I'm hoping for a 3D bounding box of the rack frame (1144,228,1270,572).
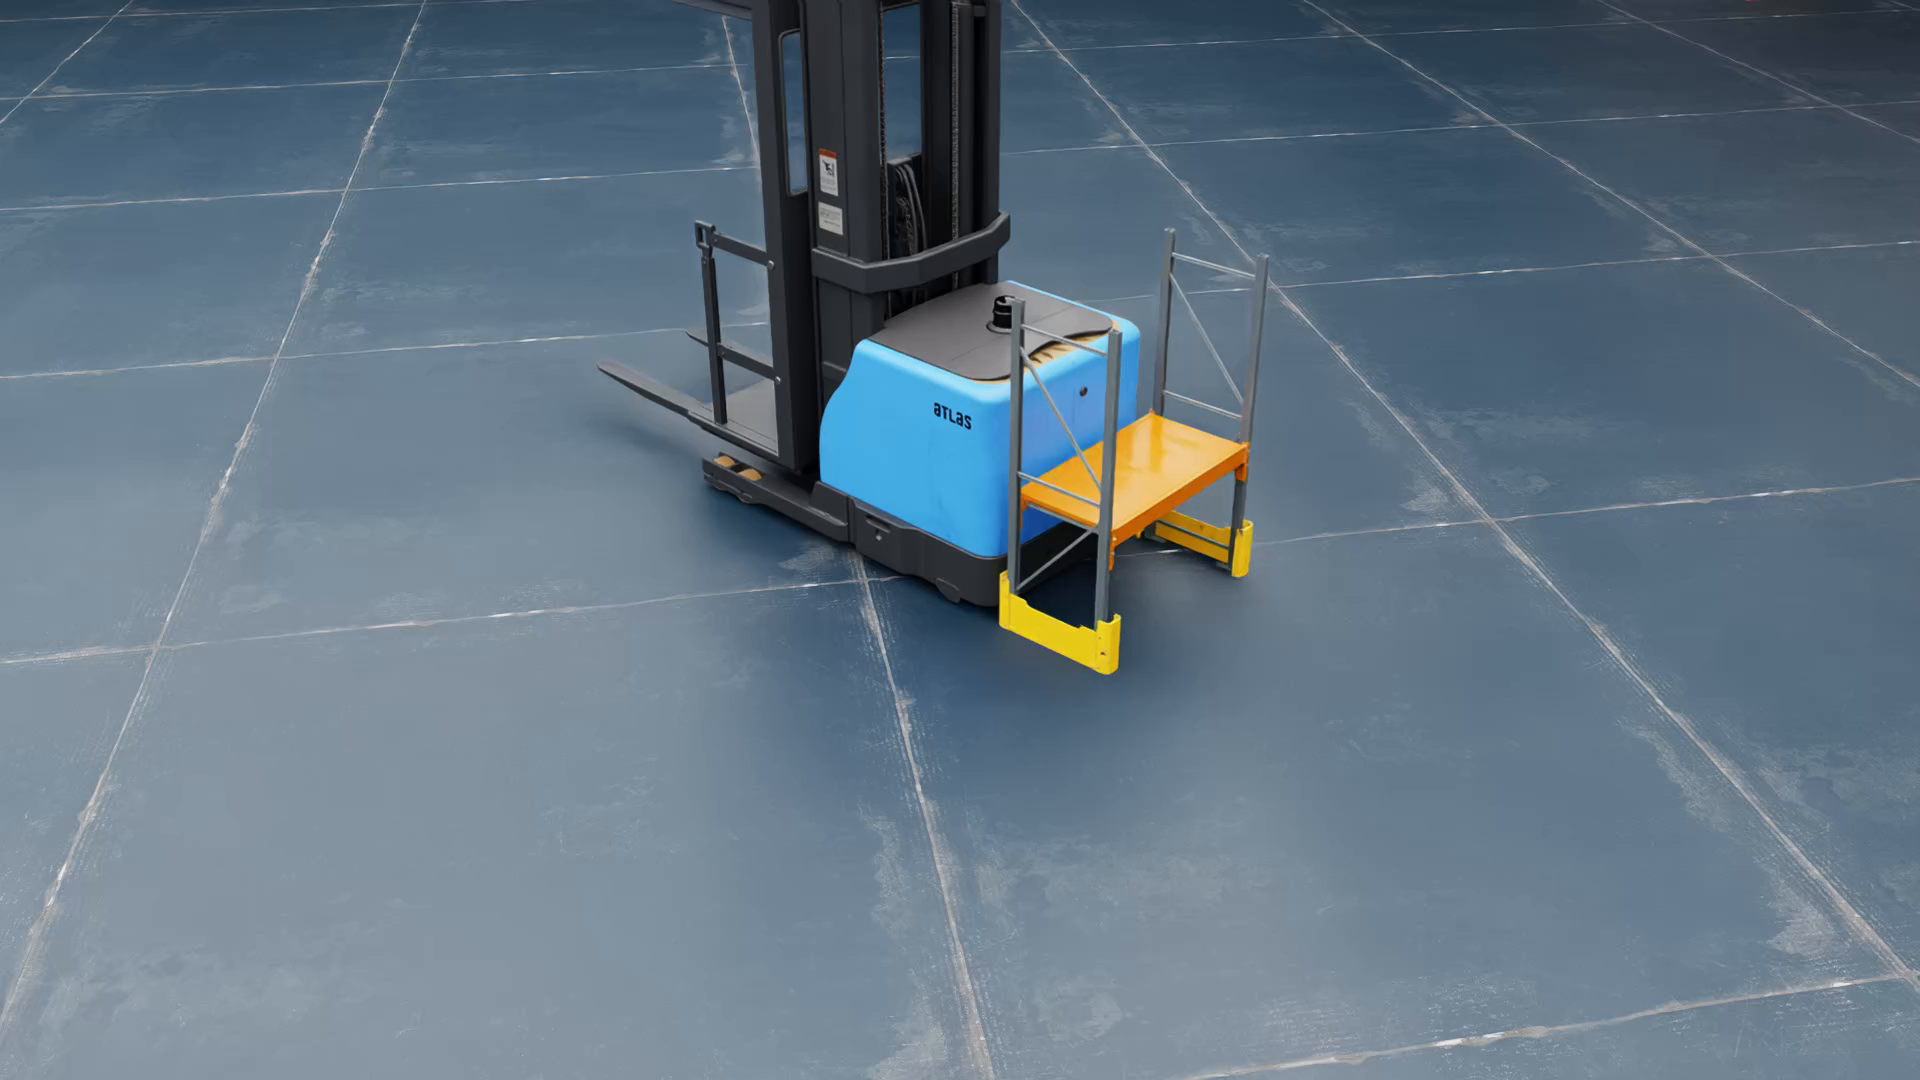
[{"bbox_3d":[1.060,-0.585,7.265,0.500,1.500,0.032,24,38,34],"label":"rack frame"}]

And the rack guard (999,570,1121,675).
[{"bbox_3d":[0.409,0.337,6.930,0.587,0.250,0.087,24,38,34],"label":"rack guard"}]

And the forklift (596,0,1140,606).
[{"bbox_3d":[-0.618,-1.612,7.600,3.031,2.935,1.130,25,39,36],"label":"forklift"}]

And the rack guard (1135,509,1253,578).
[{"bbox_3d":[1.059,-0.045,7.581,0.587,0.250,0.087,24,38,34],"label":"rack guard"}]

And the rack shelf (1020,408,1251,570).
[{"bbox_3d":[0.728,-0.234,7.024,0.538,0.185,1.000,24,38,34],"label":"rack shelf"}]

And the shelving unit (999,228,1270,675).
[{"bbox_3d":[0.734,-0.393,6.939,0.587,1.500,1.083,24,38,34],"label":"shelving unit"}]

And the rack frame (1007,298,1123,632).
[{"bbox_3d":[0.397,-0.194,6.600,0.500,1.500,0.032,24,38,34],"label":"rack frame"}]
